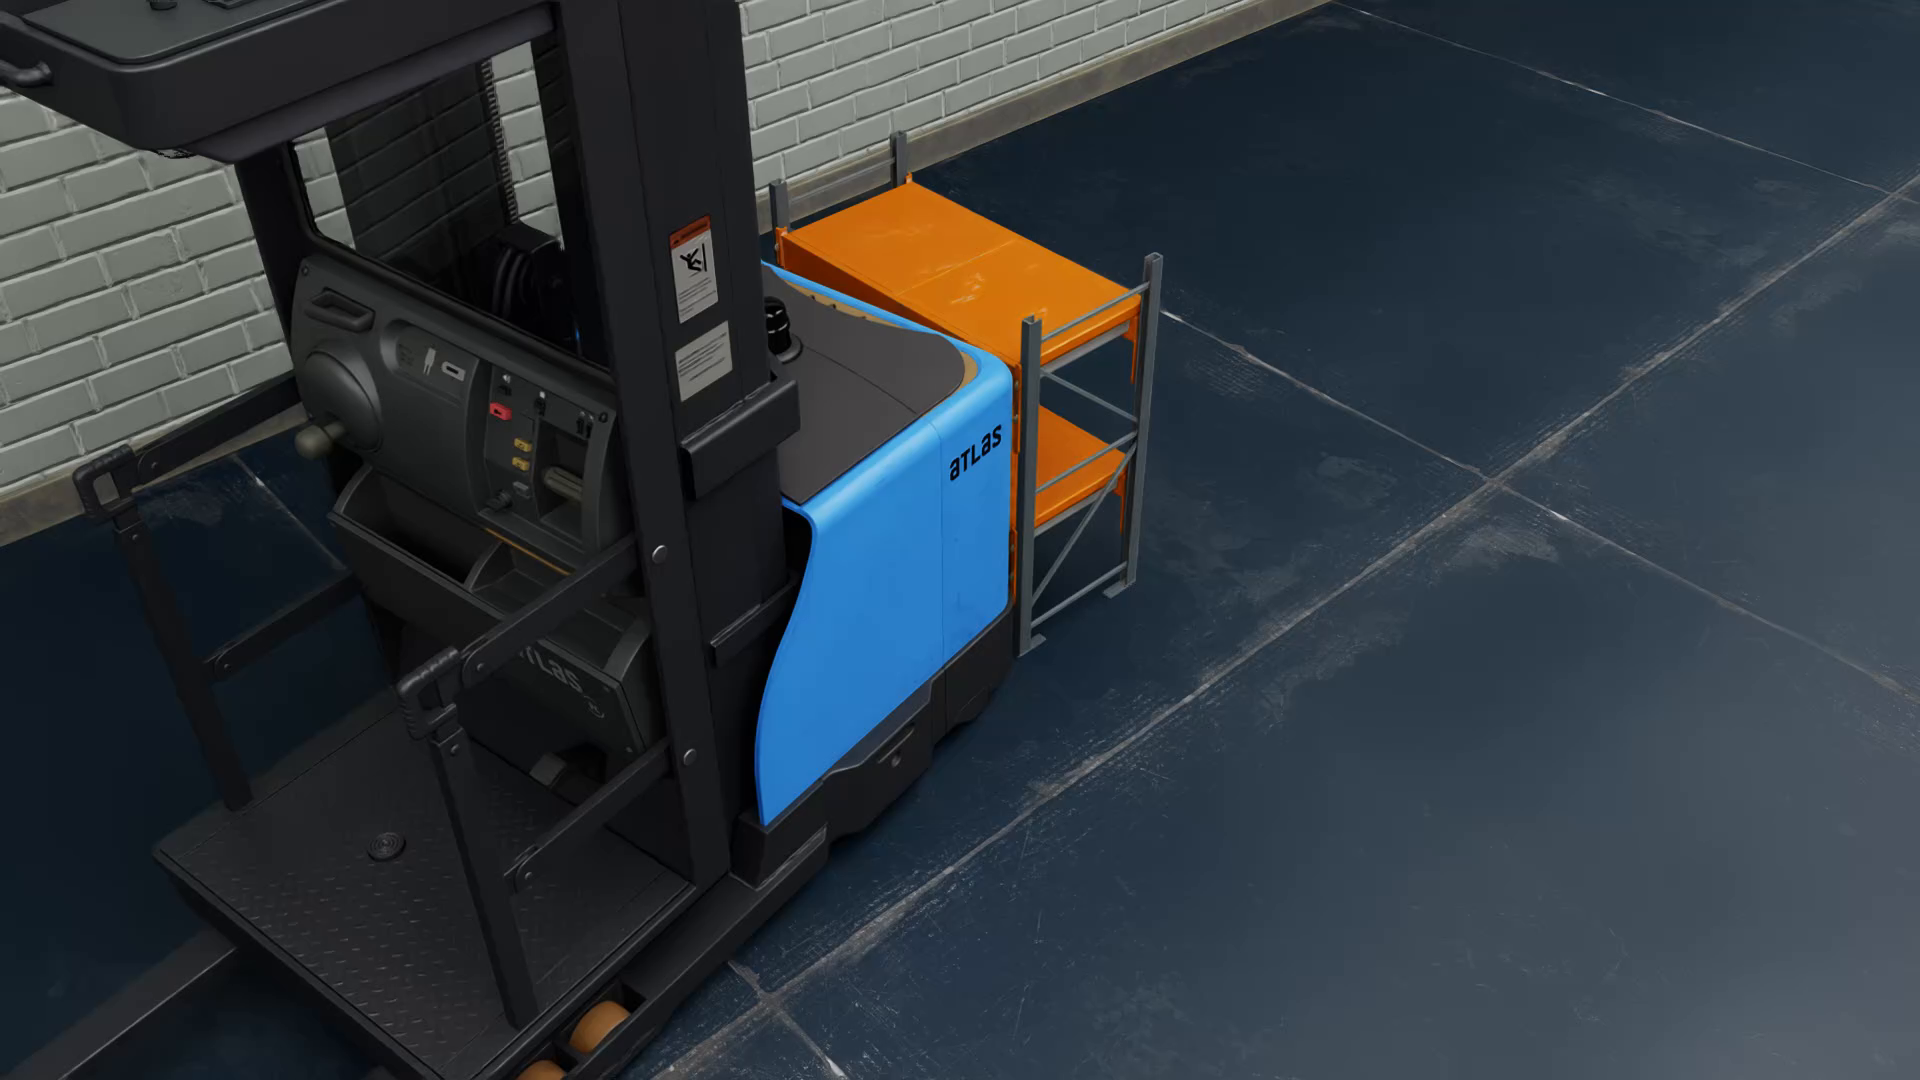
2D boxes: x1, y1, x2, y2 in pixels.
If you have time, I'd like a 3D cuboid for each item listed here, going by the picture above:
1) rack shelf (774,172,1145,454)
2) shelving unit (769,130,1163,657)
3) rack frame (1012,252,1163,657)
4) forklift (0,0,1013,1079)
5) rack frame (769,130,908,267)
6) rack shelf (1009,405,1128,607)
[{"bbox_3d":[-0.003,-0.671,4.720,0.538,0.278,1.000,-31,48,-32],"label":"rack shelf"},{"bbox_3d":[-0.003,-0.444,4.904,0.538,1.125,1.048,-31,48,-32],"label":"shelving unit"},{"bbox_3d":[0.345,-0.211,4.616,0.500,1.125,0.032,-31,48,-32],"label":"rack frame"},{"bbox_3d":[-1.141,-0.188,3.150,1.130,2.935,3.031,25,45,28],"label":"forklift"},{"bbox_3d":[-0.351,-0.677,5.192,0.500,1.125,0.032,-31,48,-32],"label":"rack frame"},{"bbox_3d":[-0.003,-0.254,5.058,0.538,0.278,1.000,-31,48,-32],"label":"rack shelf"}]
